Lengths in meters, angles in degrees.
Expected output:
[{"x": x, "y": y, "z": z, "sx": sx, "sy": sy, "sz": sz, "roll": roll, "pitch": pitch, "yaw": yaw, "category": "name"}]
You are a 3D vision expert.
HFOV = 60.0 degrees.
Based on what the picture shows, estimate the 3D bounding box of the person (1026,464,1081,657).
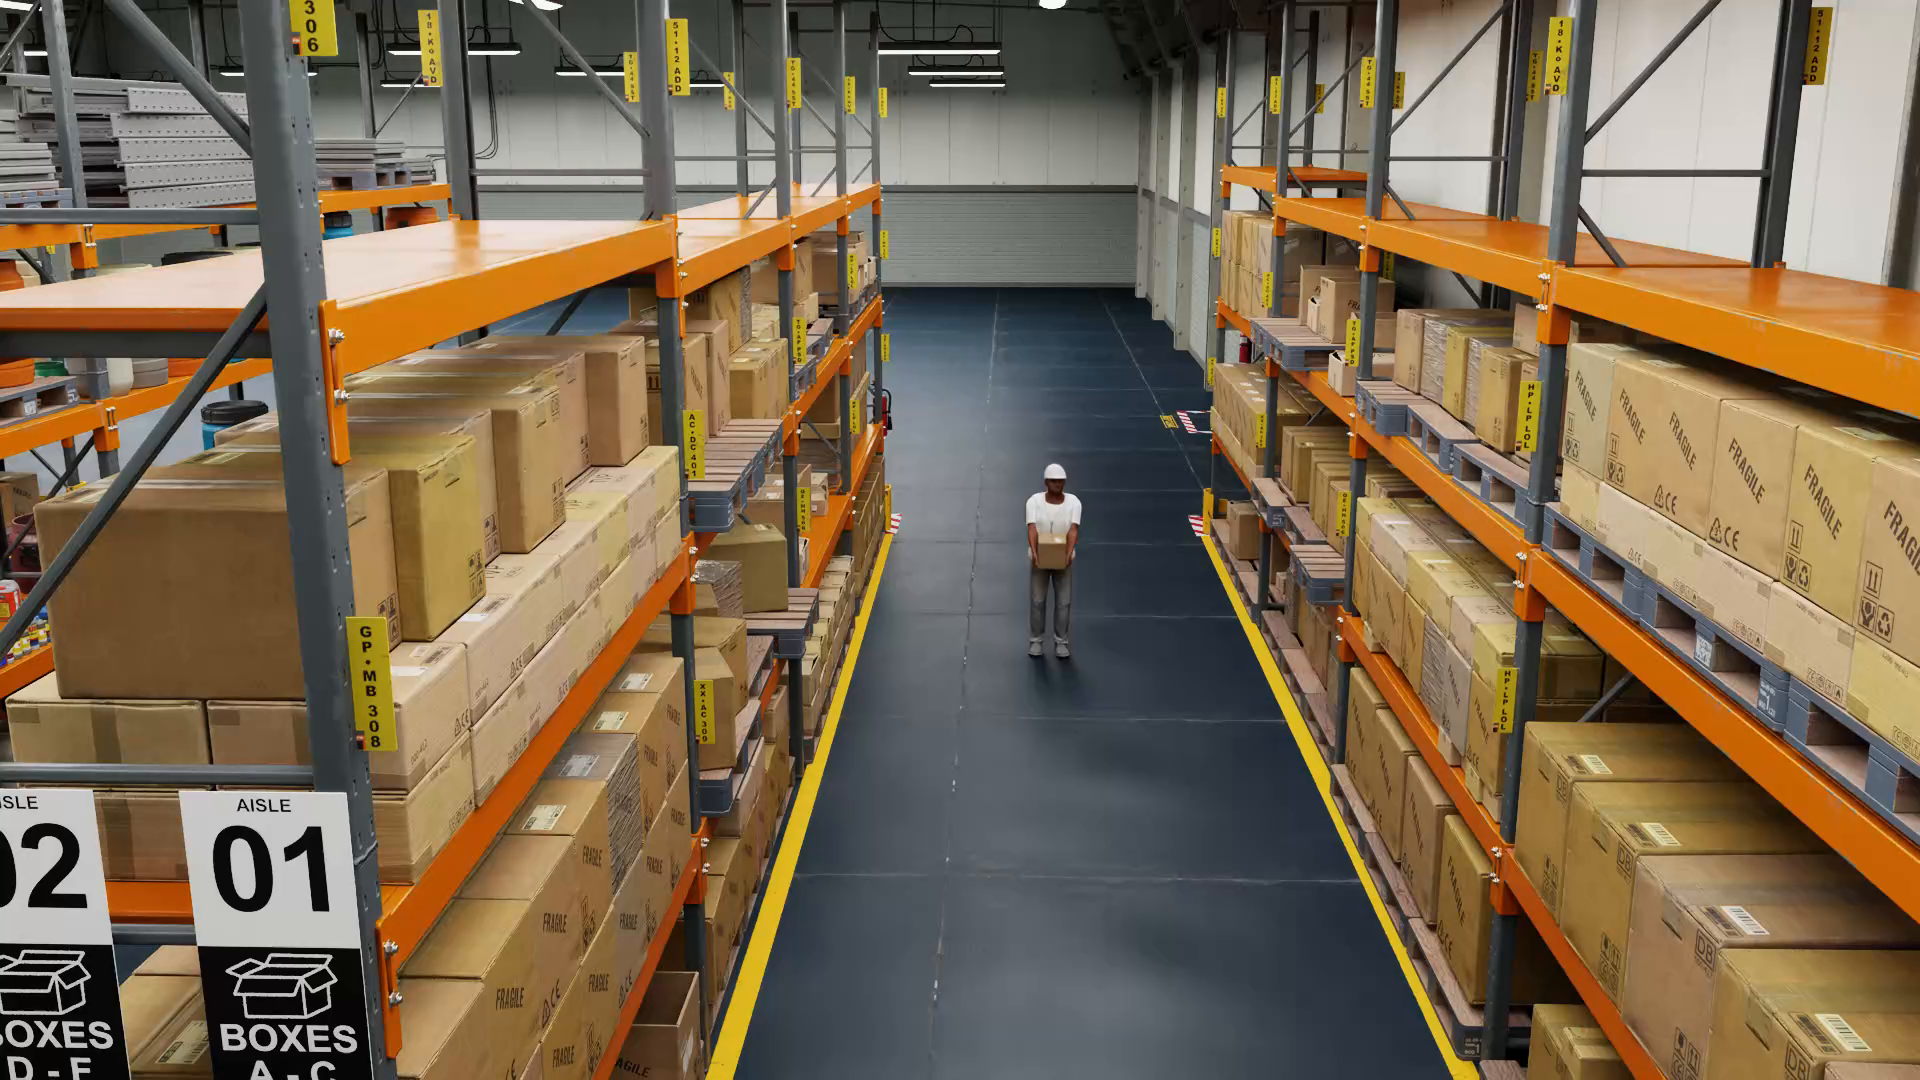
[{"x": 0.839, "y": 0.202, "z": 15.138, "sx": 0.485, "sy": 1.759, "sz": 0.572, "roll": 1, "pitch": 14, "yaw": 2, "category": "person"}]
